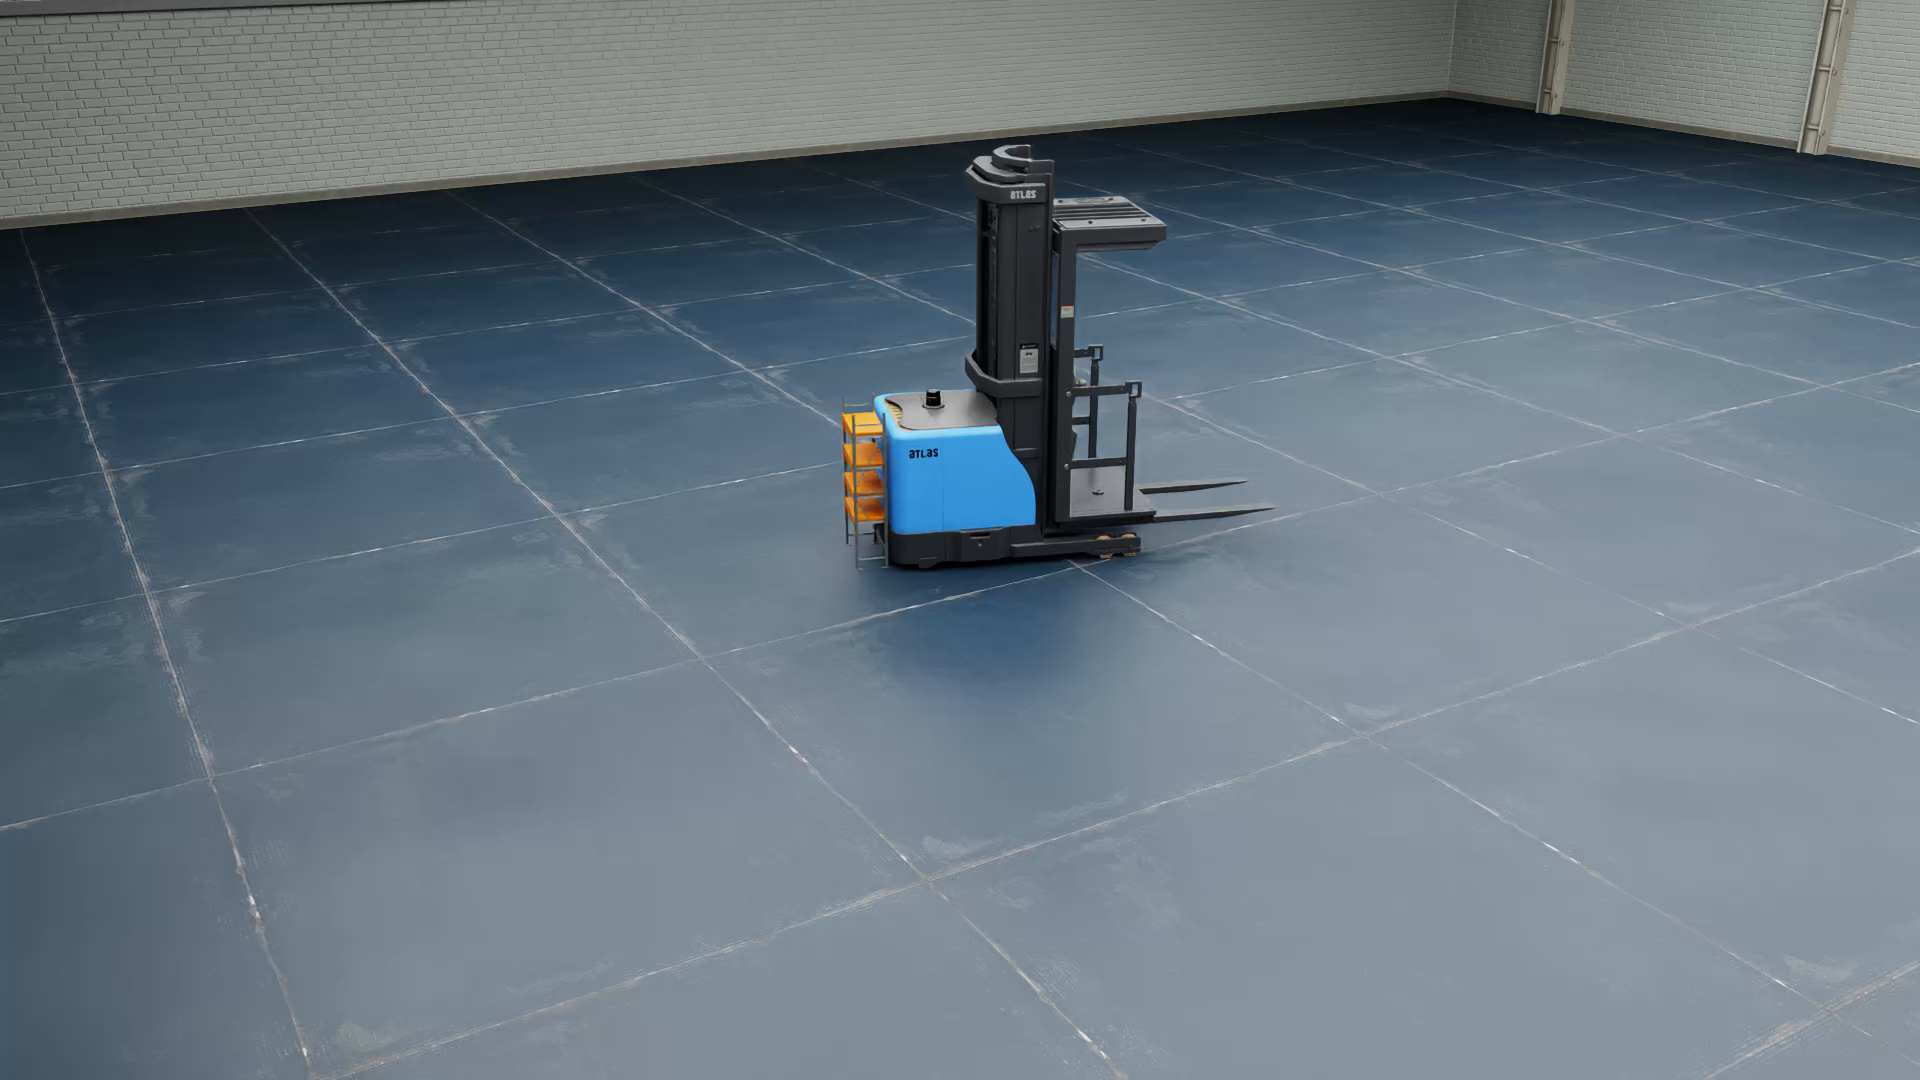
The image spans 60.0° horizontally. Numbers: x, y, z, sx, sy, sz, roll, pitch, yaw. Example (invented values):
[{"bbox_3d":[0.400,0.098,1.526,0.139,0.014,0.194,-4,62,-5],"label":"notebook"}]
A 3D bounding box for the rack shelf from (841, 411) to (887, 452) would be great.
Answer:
[{"bbox_3d":[-0.702,-0.796,12.133,0.258,0.148,0.480,-5,23,-11],"label":"rack shelf"}]

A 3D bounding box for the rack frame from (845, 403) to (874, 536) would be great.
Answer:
[{"bbox_3d":[-0.754,-0.522,12.501,0.228,1.046,0.006,-5,23,-11],"label":"rack frame"}]

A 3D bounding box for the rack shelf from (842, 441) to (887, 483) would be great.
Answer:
[{"bbox_3d":[-0.702,-0.577,12.222,0.258,0.148,0.480,-5,23,-11],"label":"rack shelf"}]

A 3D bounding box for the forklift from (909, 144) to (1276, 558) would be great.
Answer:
[{"bbox_3d":[0.896,-1.409,12.386,3.031,2.935,1.121,-4,23,-11],"label":"forklift"}]

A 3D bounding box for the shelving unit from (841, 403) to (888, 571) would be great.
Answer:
[{"bbox_3d":[-0.701,-0.431,12.278,0.258,1.200,0.499,-5,23,-11],"label":"shelving unit"}]

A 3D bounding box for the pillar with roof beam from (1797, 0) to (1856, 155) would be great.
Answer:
[{"bbox_3d":[11.656,-10.322,26.255,9.100,9.000,0.400,-13,25,-28],"label":"pillar with roof beam"}]

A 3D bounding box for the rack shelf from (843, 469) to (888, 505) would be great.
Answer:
[{"bbox_3d":[-0.702,-0.370,12.306,0.258,0.148,0.480,-5,23,-11],"label":"rack shelf"}]

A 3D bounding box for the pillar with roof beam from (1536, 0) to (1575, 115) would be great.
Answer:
[{"bbox_3d":[8.591,-12.264,31.034,9.100,9.000,0.400,-13,25,-28],"label":"pillar with roof beam"}]

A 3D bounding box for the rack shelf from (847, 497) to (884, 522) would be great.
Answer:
[{"bbox_3d":[-0.702,-0.235,12.360,0.221,0.021,0.457,-5,23,-11],"label":"rack shelf"}]

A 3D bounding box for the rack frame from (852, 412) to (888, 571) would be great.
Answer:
[{"bbox_3d":[-0.650,-0.342,12.060,0.240,1.200,0.015,-5,23,-11],"label":"rack frame"}]
